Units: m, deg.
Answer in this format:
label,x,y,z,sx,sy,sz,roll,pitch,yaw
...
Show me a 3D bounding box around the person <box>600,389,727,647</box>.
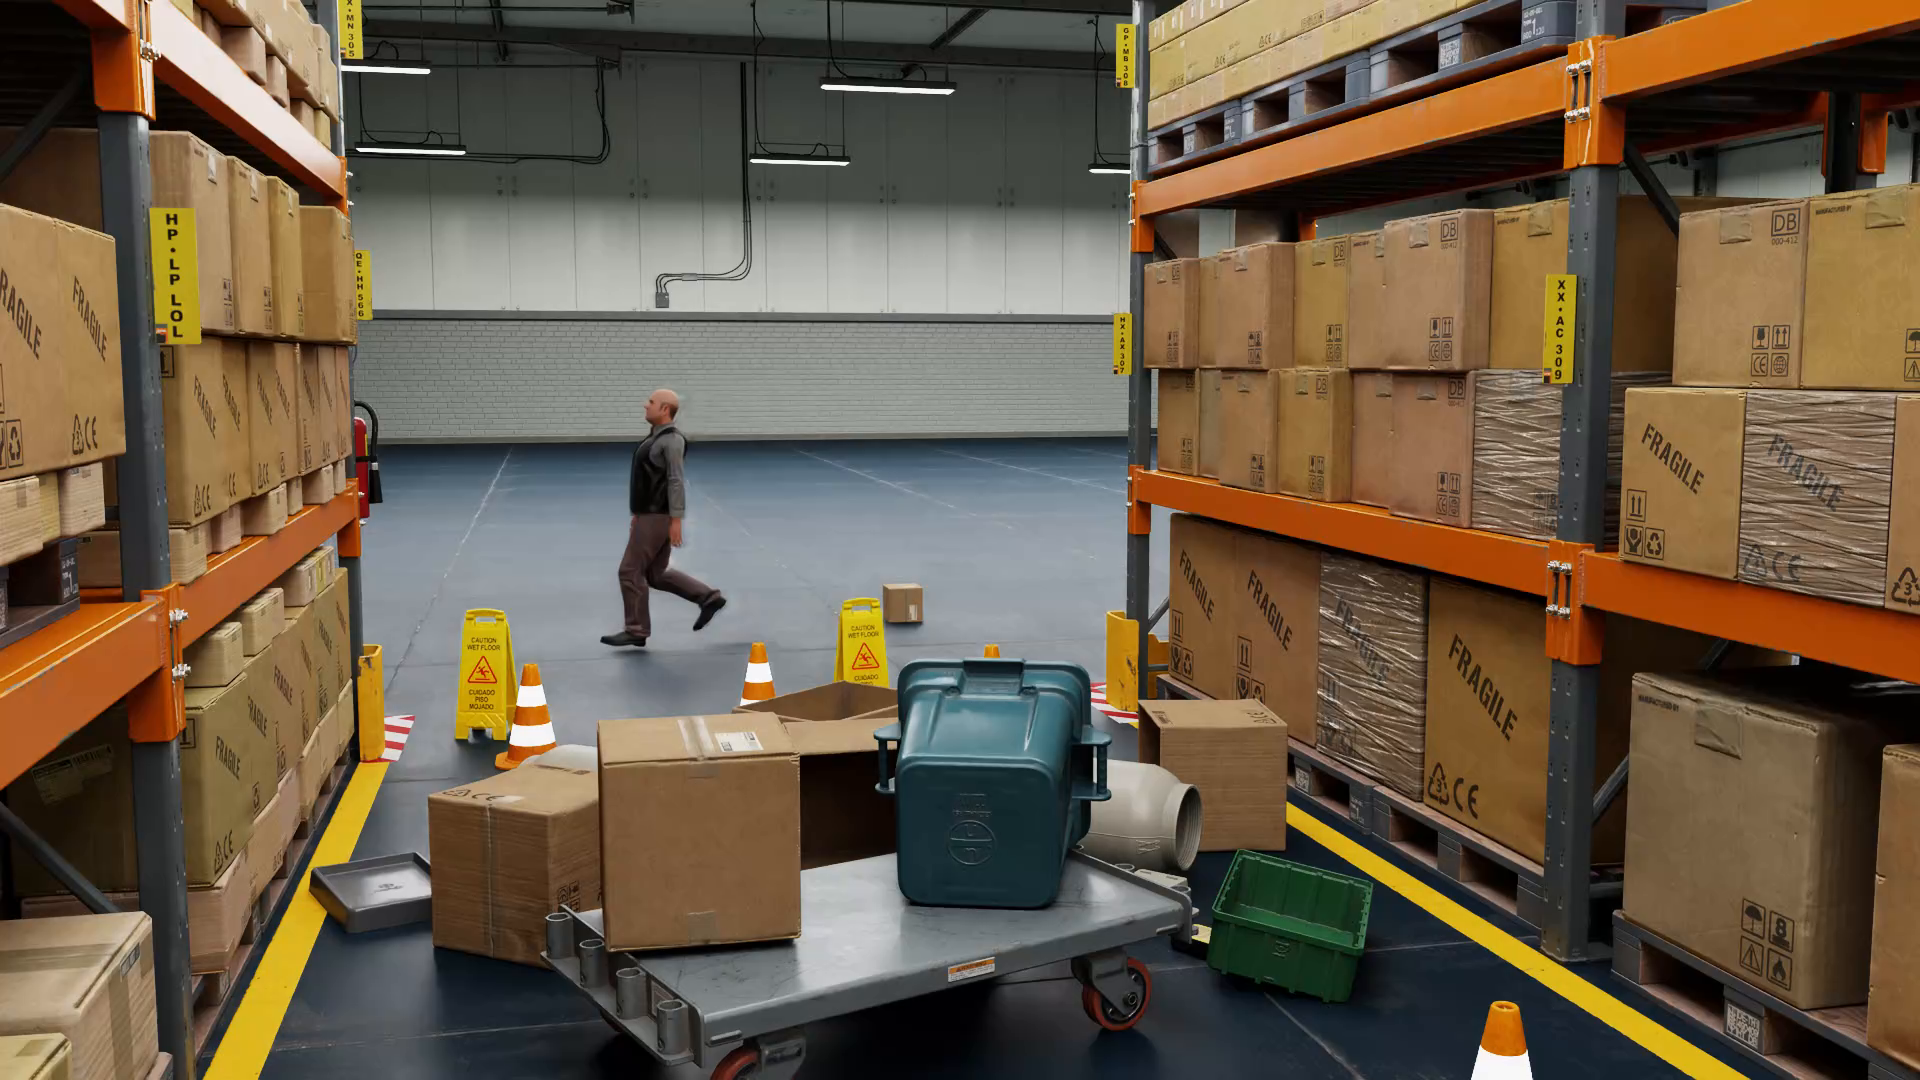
label,x,y,z,sx,sy,sz,roll,pitch,yaw
person,-1.962,-0.153,10.978,0.859,1.686,0.543,-2,6,-16
